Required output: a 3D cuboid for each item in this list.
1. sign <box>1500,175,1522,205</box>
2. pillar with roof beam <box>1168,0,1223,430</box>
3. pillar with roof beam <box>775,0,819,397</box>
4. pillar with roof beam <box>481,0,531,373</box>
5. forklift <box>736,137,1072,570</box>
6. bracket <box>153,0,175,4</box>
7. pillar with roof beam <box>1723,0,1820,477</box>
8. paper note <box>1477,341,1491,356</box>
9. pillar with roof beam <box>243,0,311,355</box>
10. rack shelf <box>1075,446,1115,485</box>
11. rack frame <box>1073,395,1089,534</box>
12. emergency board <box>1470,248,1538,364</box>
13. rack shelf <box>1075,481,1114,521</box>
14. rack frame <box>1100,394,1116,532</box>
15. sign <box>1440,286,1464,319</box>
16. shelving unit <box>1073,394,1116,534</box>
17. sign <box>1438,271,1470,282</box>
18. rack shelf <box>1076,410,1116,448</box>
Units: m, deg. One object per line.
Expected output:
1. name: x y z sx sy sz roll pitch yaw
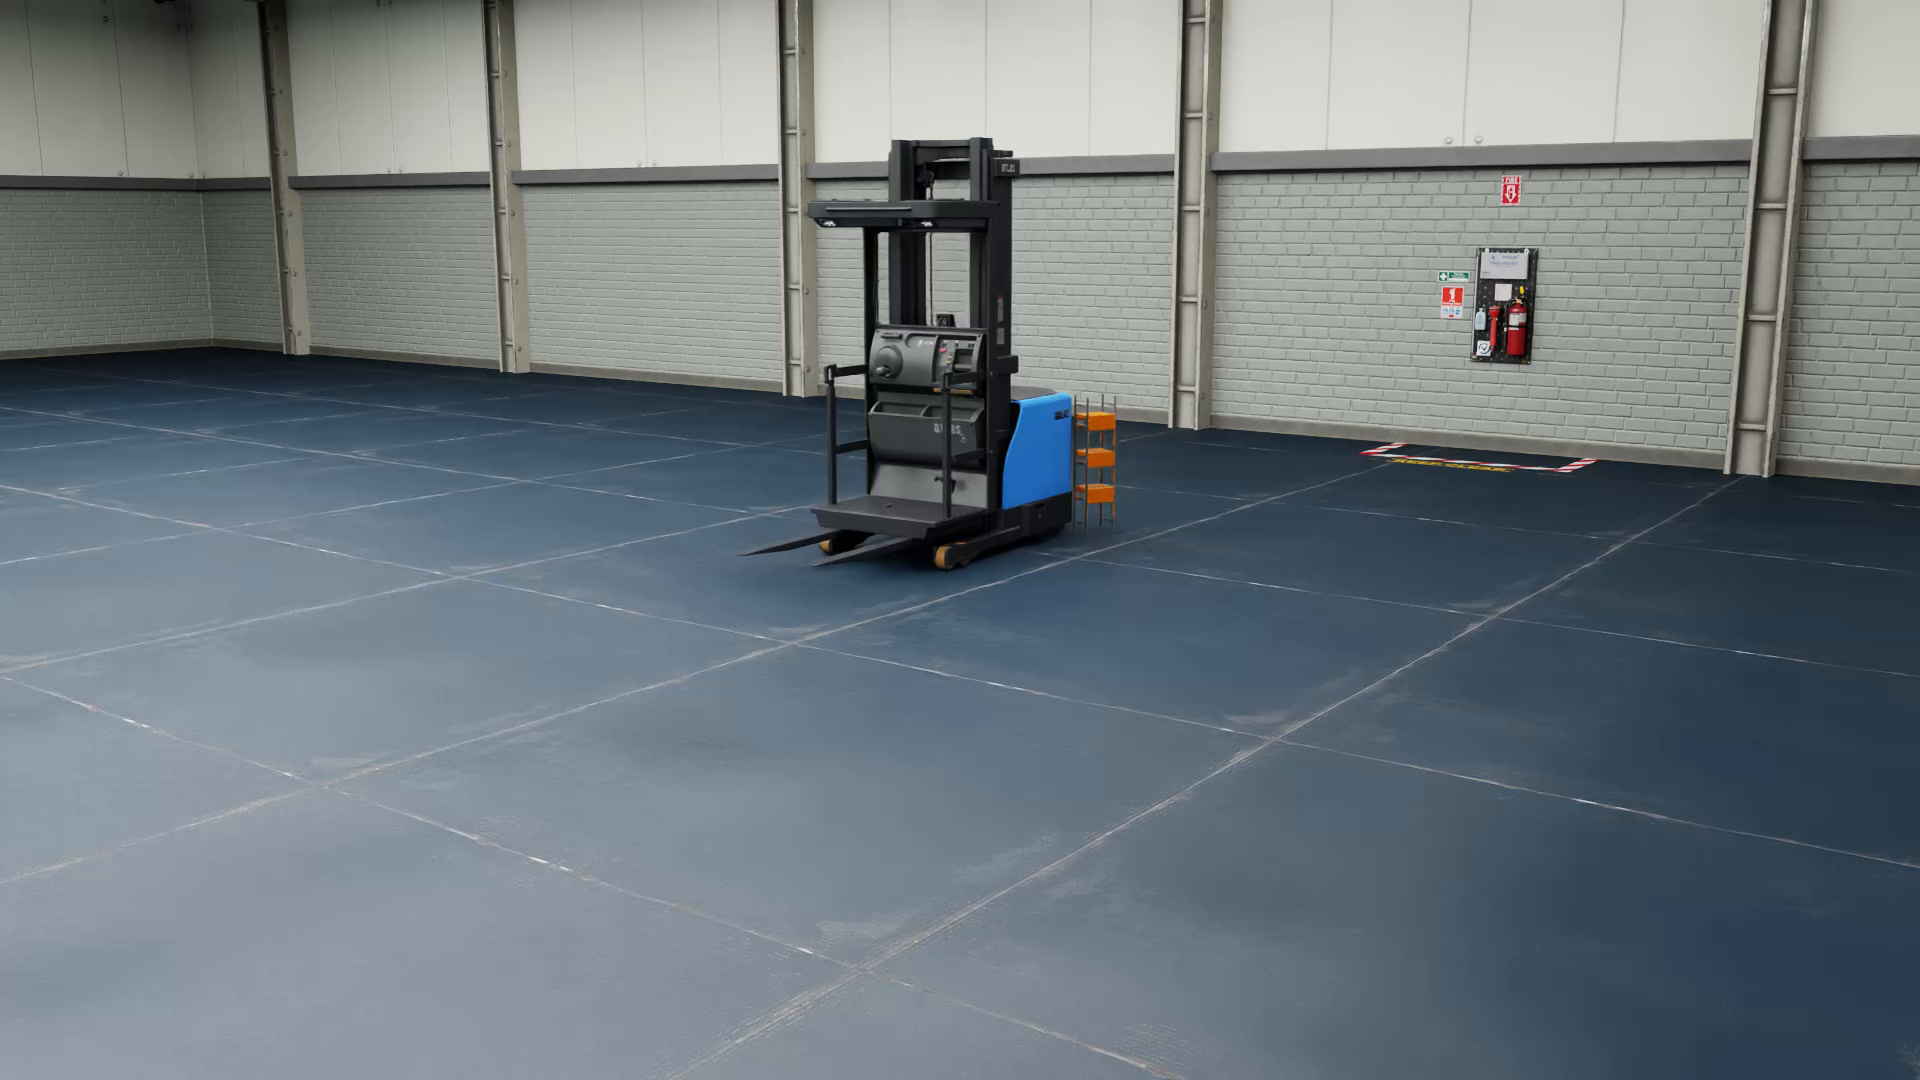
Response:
1. sign: 5.579 -3.542 16.837 0.199 0.298 0.001 8 13 36
2. pillar with roof beam: 0.111 -5.065 15.017 0.400 9.000 9.100 8 13 36
3. pillar with roof beam: -4.725 -5.739 18.504 0.400 9.000 9.100 8 13 36
4. pillar with roof beam: -9.561 -6.414 21.991 0.400 9.000 9.100 8 13 36
5. forklift: -0.359 -1.335 11.713 1.130 2.935 3.031 7 13 33
6. bracket: -14.303 -9.773 29.880 0.430 0.232 0.235 8 13 36
7. pillar with roof beam: 4.947 -4.390 11.530 0.400 9.000 9.100 8 13 36
8. paper note: 5.425 -1.985 17.214 0.142 0.148 0.016 8 13 36
9. pillar with roof beam: -14.397 -7.088 25.478 0.548 9.000 9.100 8 13 36
10. rack shelf: 1.034 -0.577 12.801 0.240 0.259 0.215 -5 12 -26
11. rack frame: 0.925 -0.577 12.745 0.008 1.050 0.200 -5 12 -26
12. emergency board: 5.526 -2.387 16.973 0.643 1.169 0.194 8 13 36
13. rack shelf: 1.034 -0.304 12.854 0.240 0.259 0.215 -5 12 -26
14. rack frame: 1.143 -0.597 12.853 0.008 1.050 0.200 -5 12 -26
15. sign: 5.142 -2.483 17.373 0.234 0.329 0.001 8 13 36
16. shelving unit: 1.034 -0.587 12.799 0.252 1.050 0.215 -5 12 -26
17. sign: 5.140 -2.741 17.313 0.331 0.109 0.001 8 13 36
18. rack shelf: 1.034 -0.855 12.747 0.240 0.259 0.215 -5 12 -26
